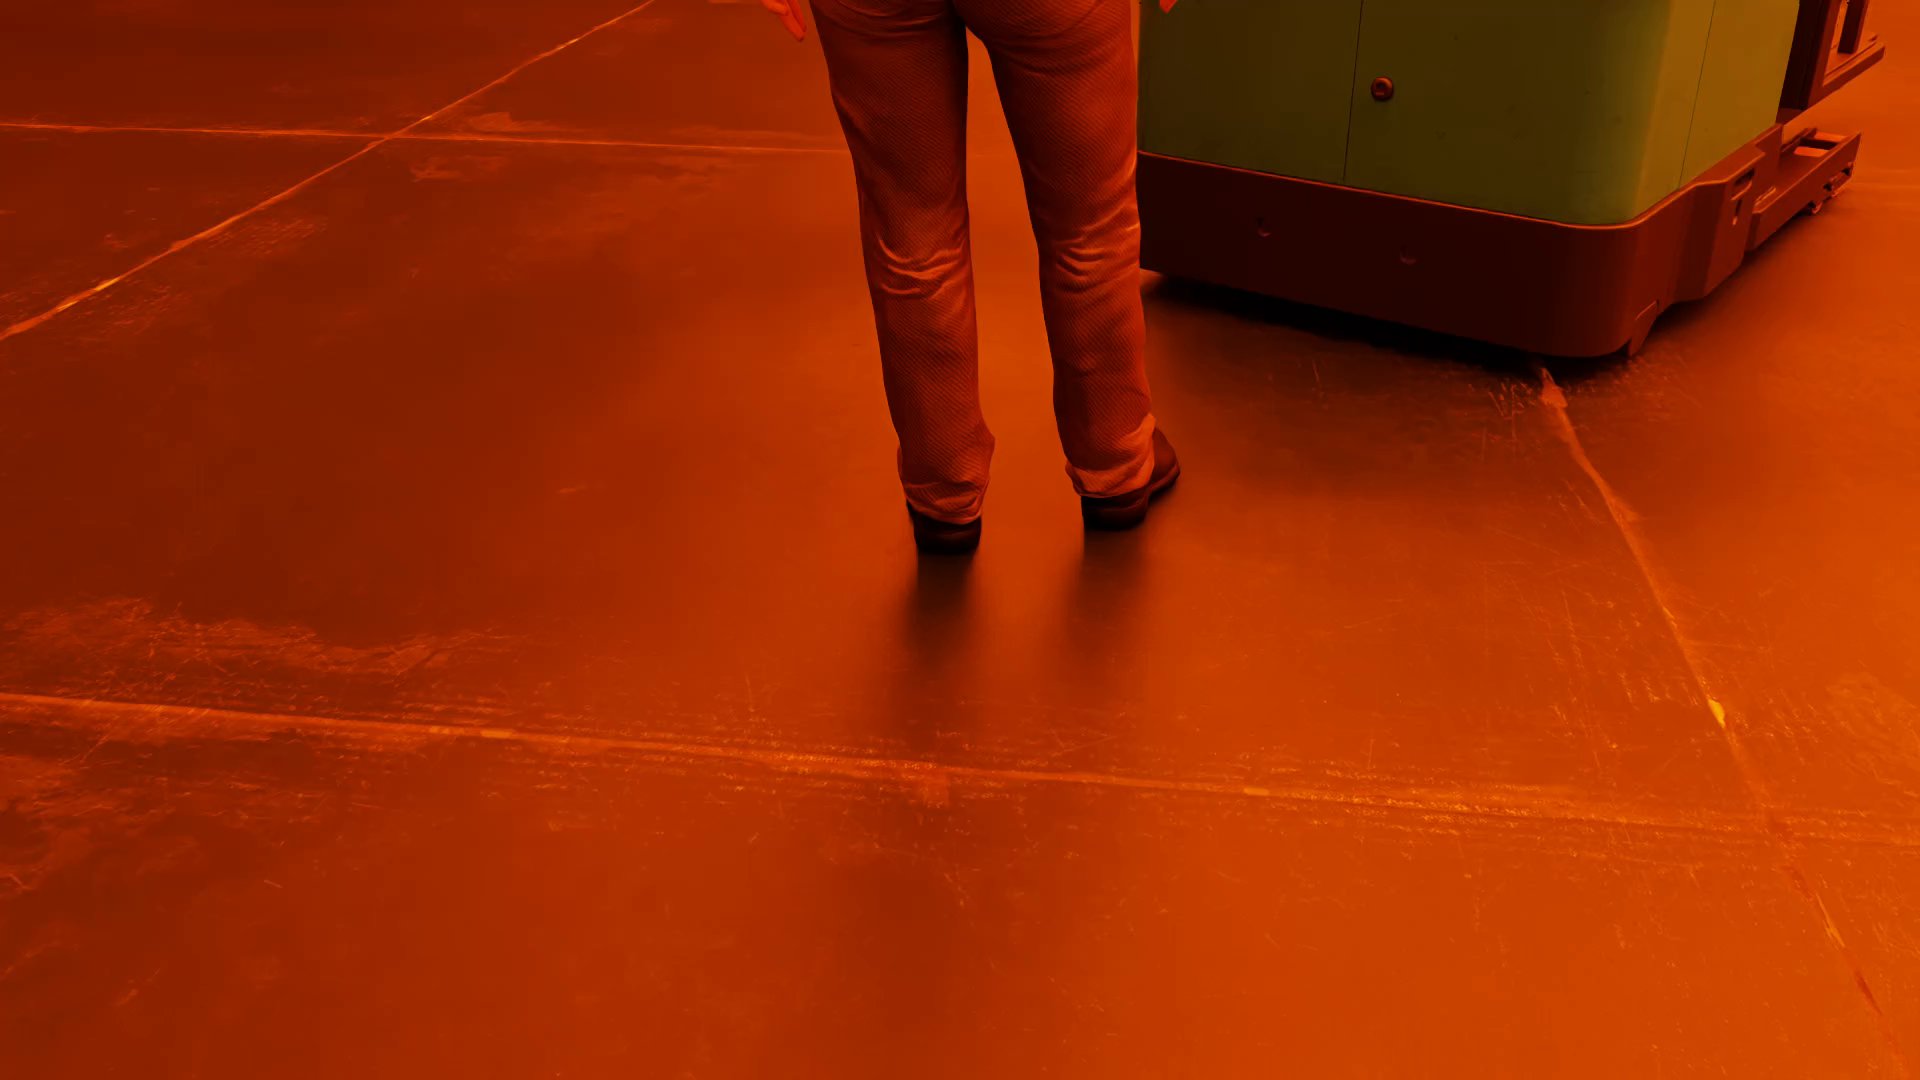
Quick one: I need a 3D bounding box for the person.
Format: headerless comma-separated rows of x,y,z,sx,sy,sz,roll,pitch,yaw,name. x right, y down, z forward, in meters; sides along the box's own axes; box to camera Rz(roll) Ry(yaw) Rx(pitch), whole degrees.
0.016,-0.804,2.166,0.632,1.720,0.568,3,27,7,person

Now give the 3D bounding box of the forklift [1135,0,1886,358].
1.639,-2.234,3.695,1.130,2.935,3.031,19,32,33,forklift
